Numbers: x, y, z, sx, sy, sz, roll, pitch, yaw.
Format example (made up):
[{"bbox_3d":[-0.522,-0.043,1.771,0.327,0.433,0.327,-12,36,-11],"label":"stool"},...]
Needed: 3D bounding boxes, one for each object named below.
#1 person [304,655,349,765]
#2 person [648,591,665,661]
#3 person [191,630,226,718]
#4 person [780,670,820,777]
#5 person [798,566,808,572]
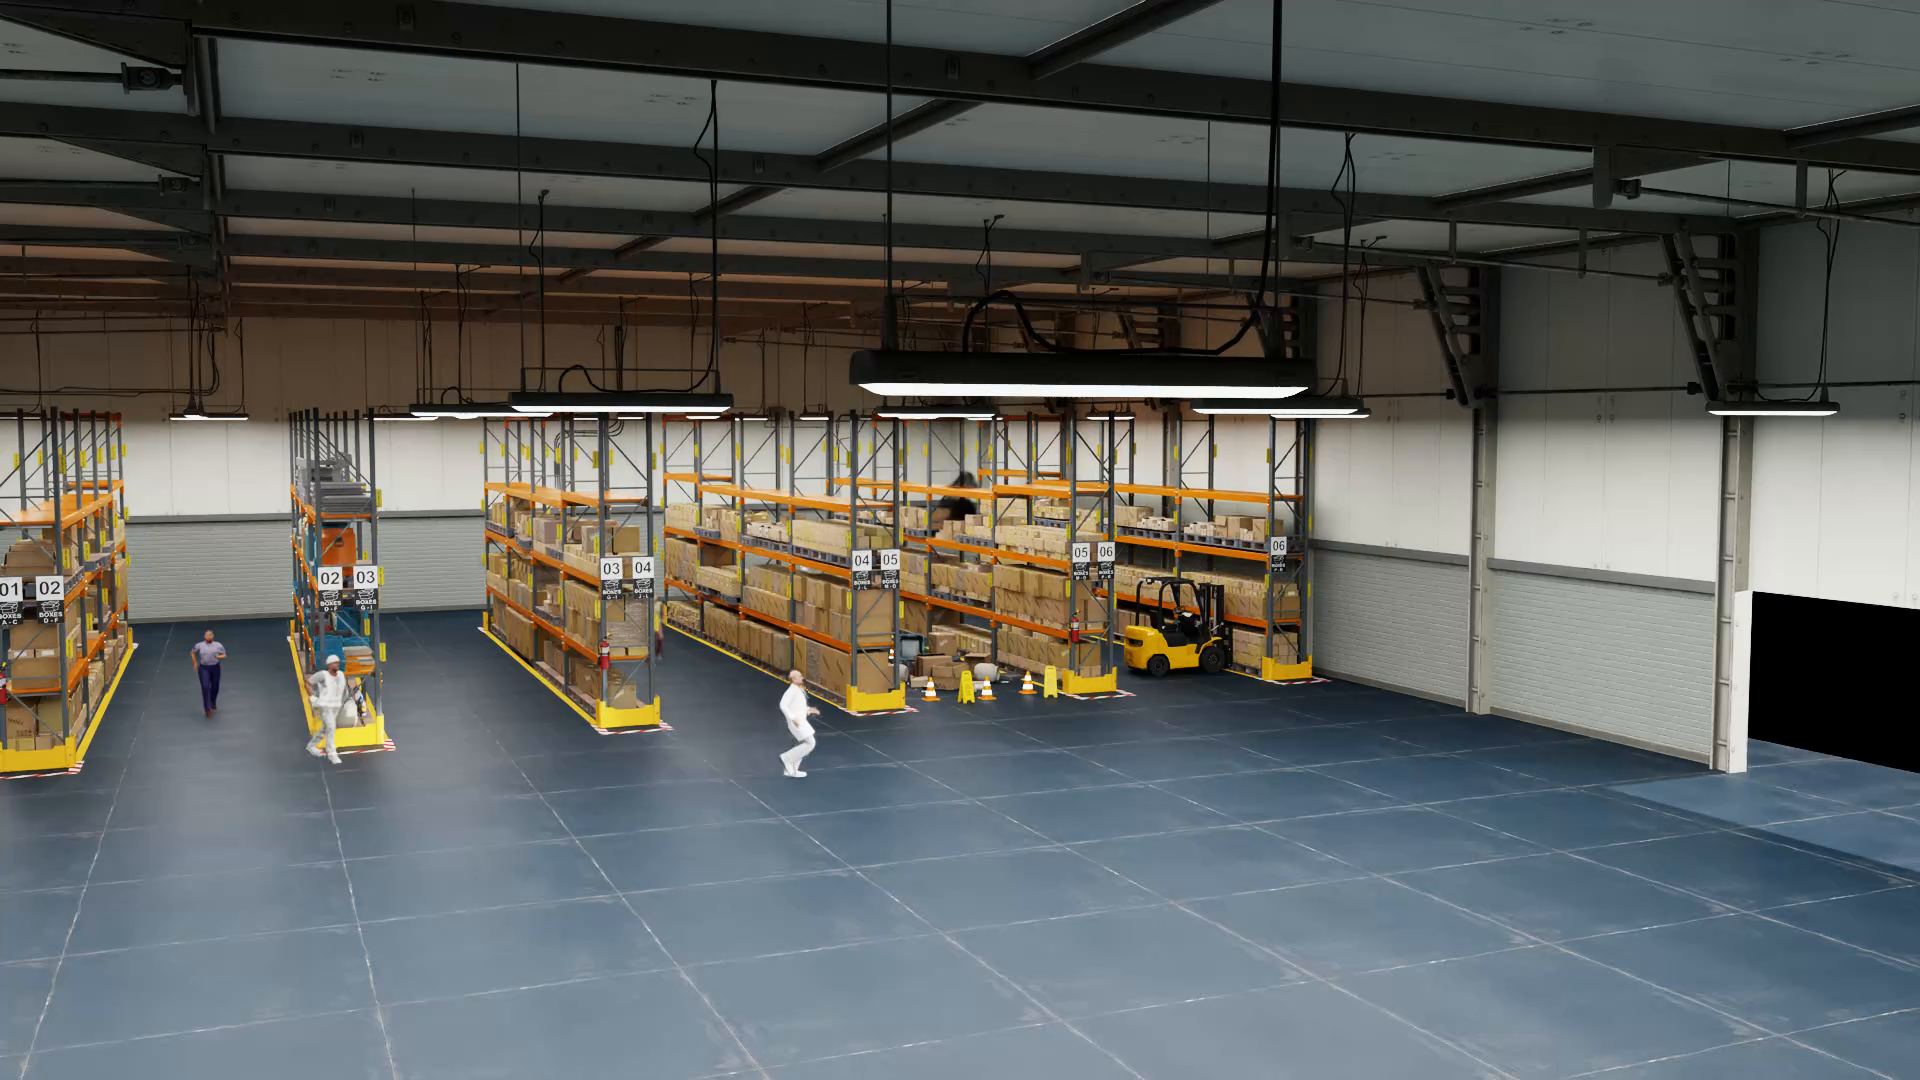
[{"bbox_3d":[-10.730,2.852,28.317,0.938,1.791,0.708,2,4,23],"label":"person"},{"bbox_3d":[-7.404,2.091,40.243,0.551,1.715,0.698,-2,4,-27],"label":"person"},{"bbox_3d":[-14.748,2.596,32.695,0.596,1.668,0.865,-3,5,-34],"label":"person"},{"bbox_3d":[-2.581,2.970,26.867,0.622,1.735,0.699,0,4,0],"label":"person"},{"bbox_3d":[-4.776,1.341,50.895,0.831,1.692,0.640,-1,4,-14],"label":"person"}]
